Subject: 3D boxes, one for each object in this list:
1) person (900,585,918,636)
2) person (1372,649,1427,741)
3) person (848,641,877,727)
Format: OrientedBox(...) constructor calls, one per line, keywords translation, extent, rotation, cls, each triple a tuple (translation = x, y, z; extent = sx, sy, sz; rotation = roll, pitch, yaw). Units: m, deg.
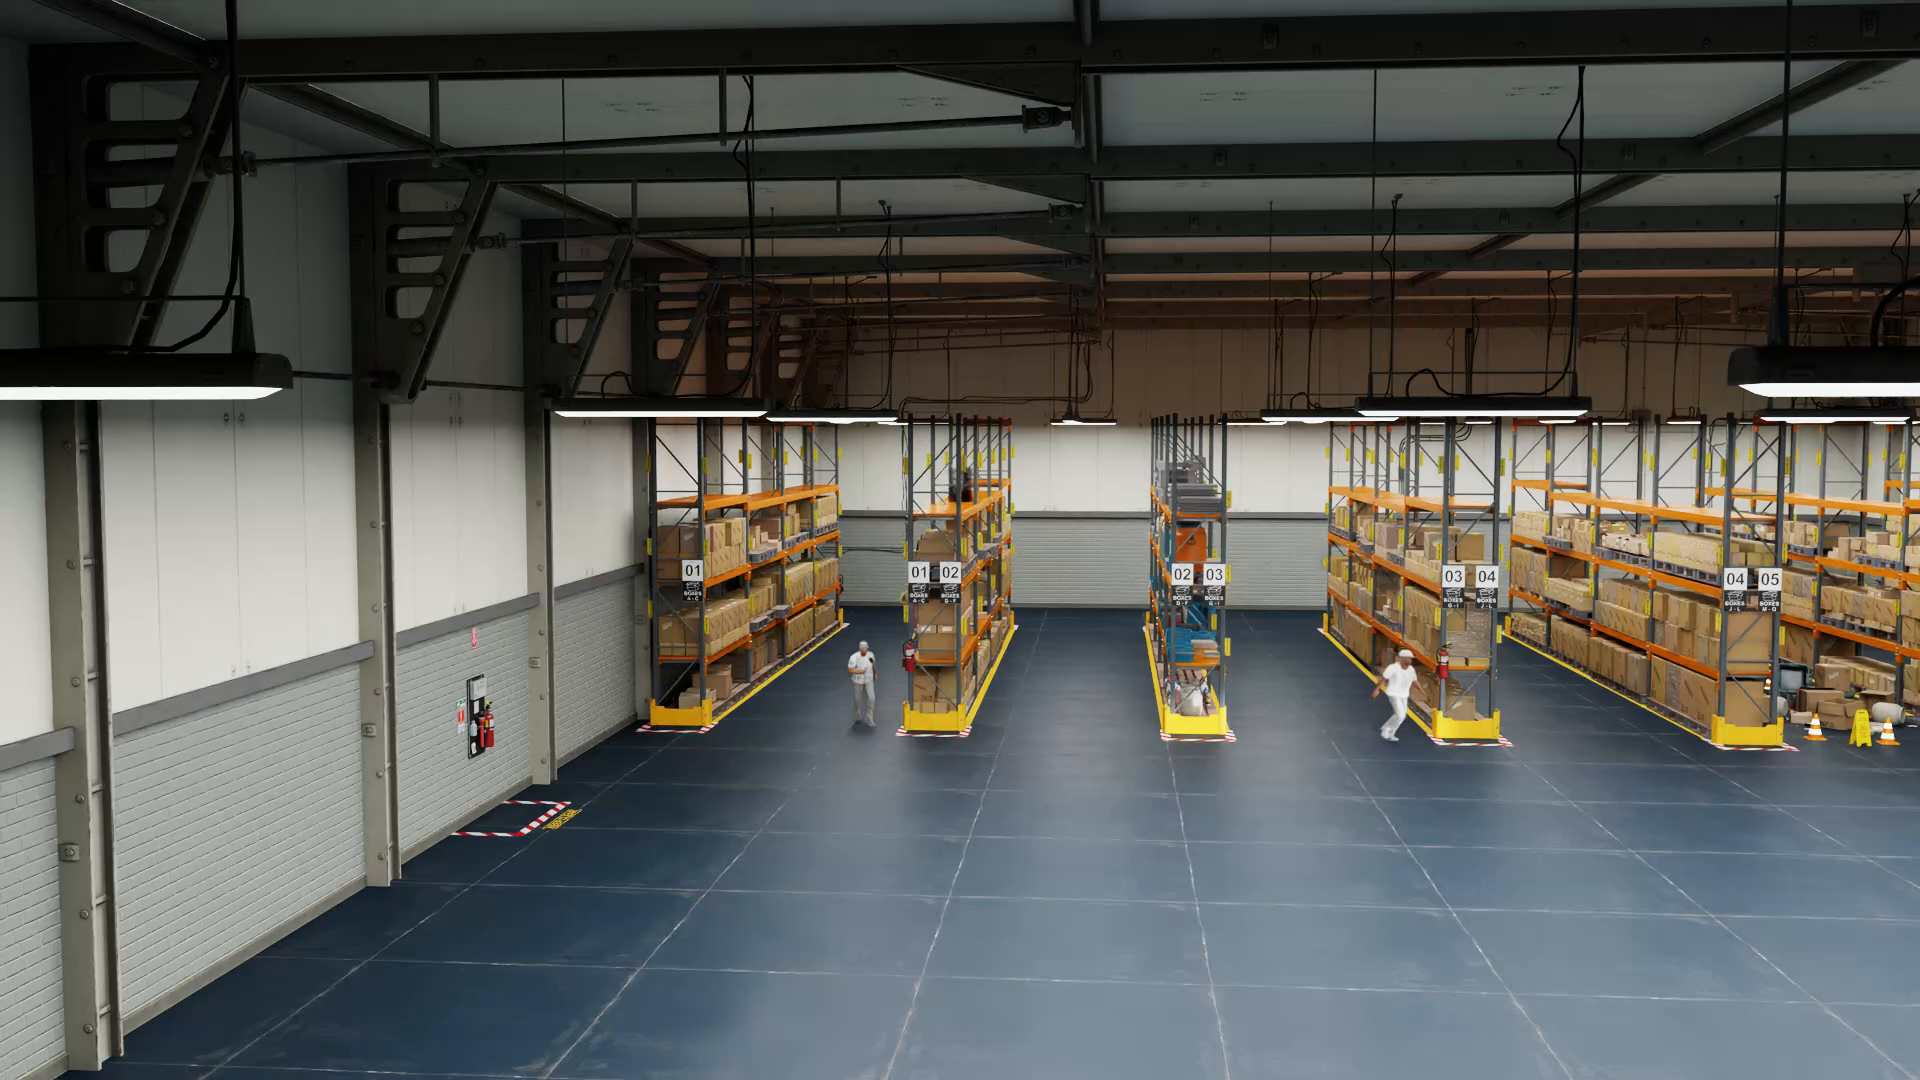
OrientedBox(translation=(-1.379, 1.907, 46.188), extent=(0.584, 1.460, 1.075), rotation=(0, 4, -2), cls="person")
OrientedBox(translation=(8.005, 2.825, 30.174), extent=(0.708, 1.702, 0.779), rotation=(-2, 5, -31), cls="person")
OrientedBox(translation=(-1.890, 2.761, 32.116), extent=(0.606, 1.658, 0.899), rotation=(-1, 4, -15), cls="person")
